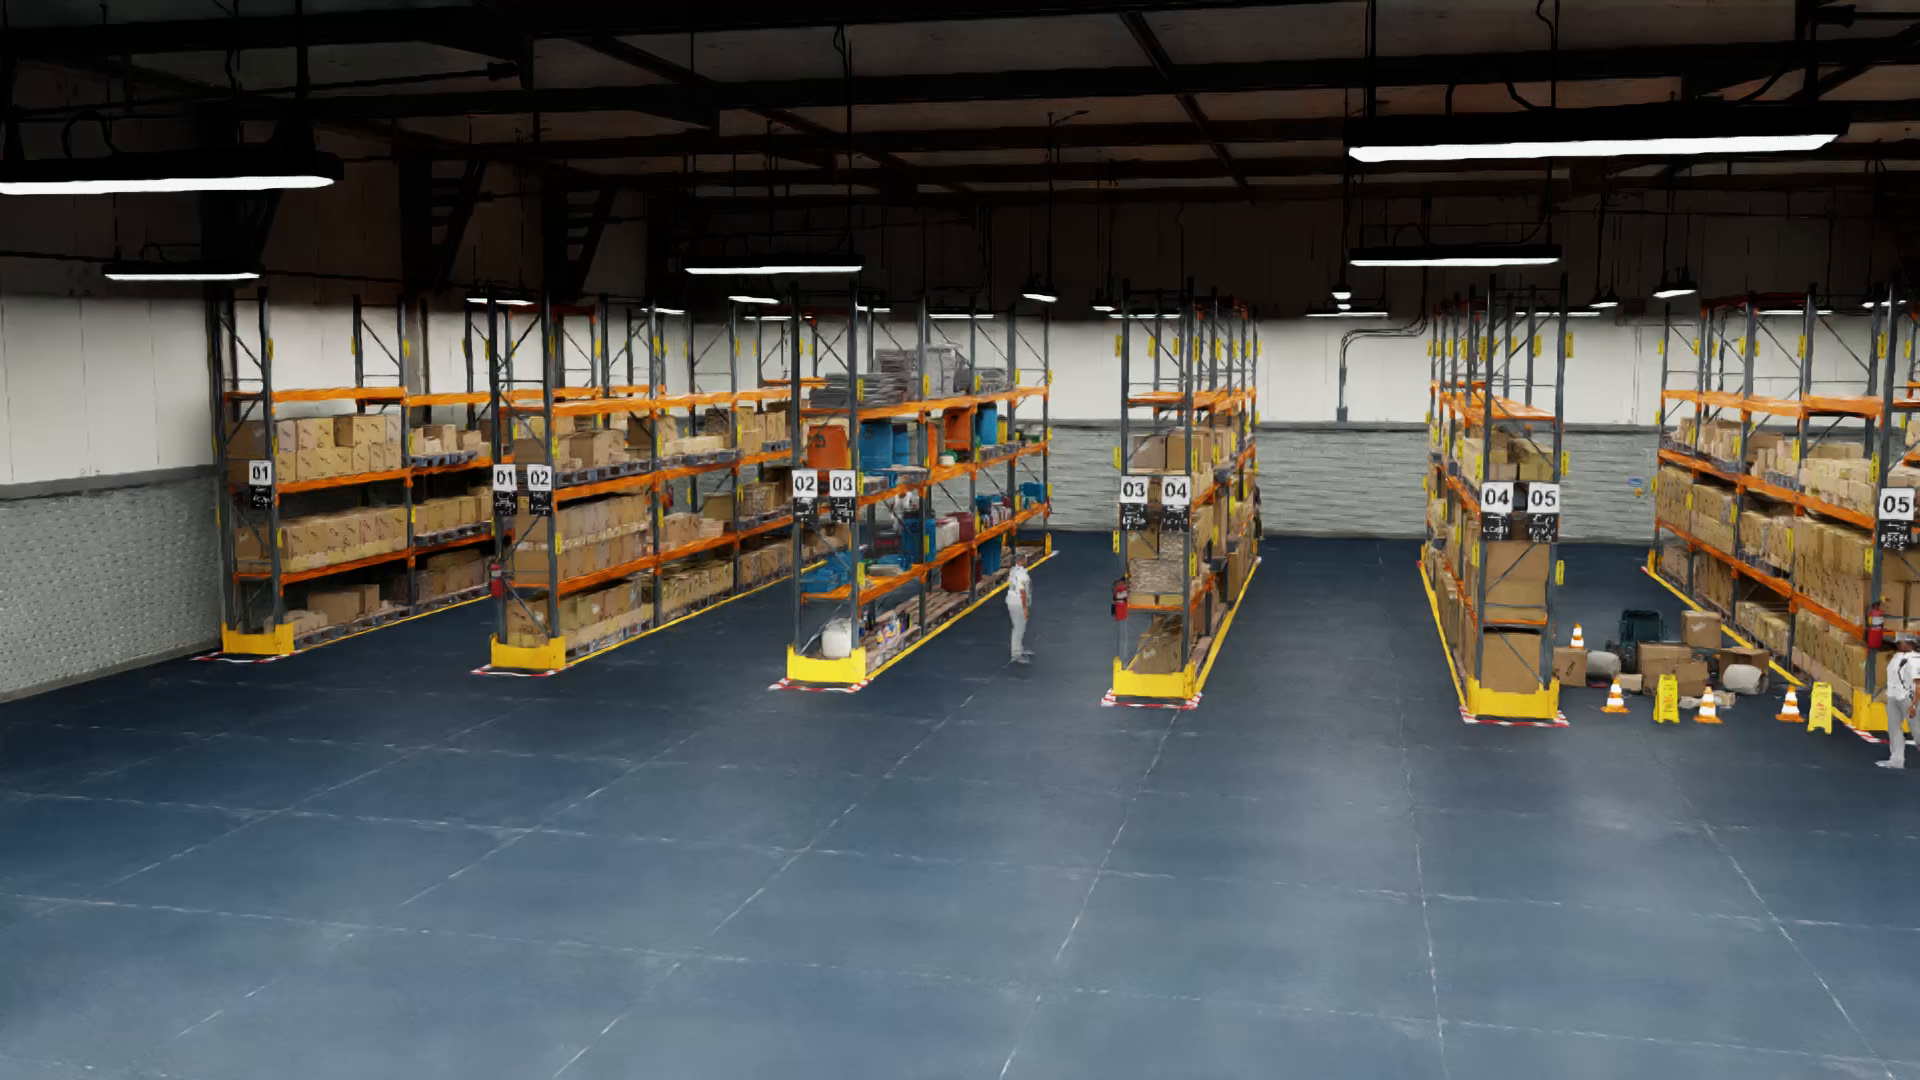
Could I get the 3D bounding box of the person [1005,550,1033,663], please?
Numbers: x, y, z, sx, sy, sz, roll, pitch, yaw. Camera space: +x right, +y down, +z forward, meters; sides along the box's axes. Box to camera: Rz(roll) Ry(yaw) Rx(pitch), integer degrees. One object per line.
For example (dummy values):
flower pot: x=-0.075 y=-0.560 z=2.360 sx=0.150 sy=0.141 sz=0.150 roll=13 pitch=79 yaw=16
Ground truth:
person: x=0.997 y=1.049 z=26.724 sx=0.492 sy=1.768 sz=0.628 roll=-2 pitch=7 yaw=-15

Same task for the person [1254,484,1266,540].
person: x=7.558 y=-0.855 z=43.481 sx=0.735 sy=1.707 sz=0.887 roll=0 pitch=7 yaw=-3

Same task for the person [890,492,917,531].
person: x=-1.409 y=-0.566 z=41.060 sx=0.702 sy=1.735 sz=0.549 roll=1 pitch=7 yaw=11

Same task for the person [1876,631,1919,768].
person: x=11.316 y=1.920 z=19.772 sx=0.470 sy=1.666 sz=0.658 roll=-2 pitch=7 yaw=-13
